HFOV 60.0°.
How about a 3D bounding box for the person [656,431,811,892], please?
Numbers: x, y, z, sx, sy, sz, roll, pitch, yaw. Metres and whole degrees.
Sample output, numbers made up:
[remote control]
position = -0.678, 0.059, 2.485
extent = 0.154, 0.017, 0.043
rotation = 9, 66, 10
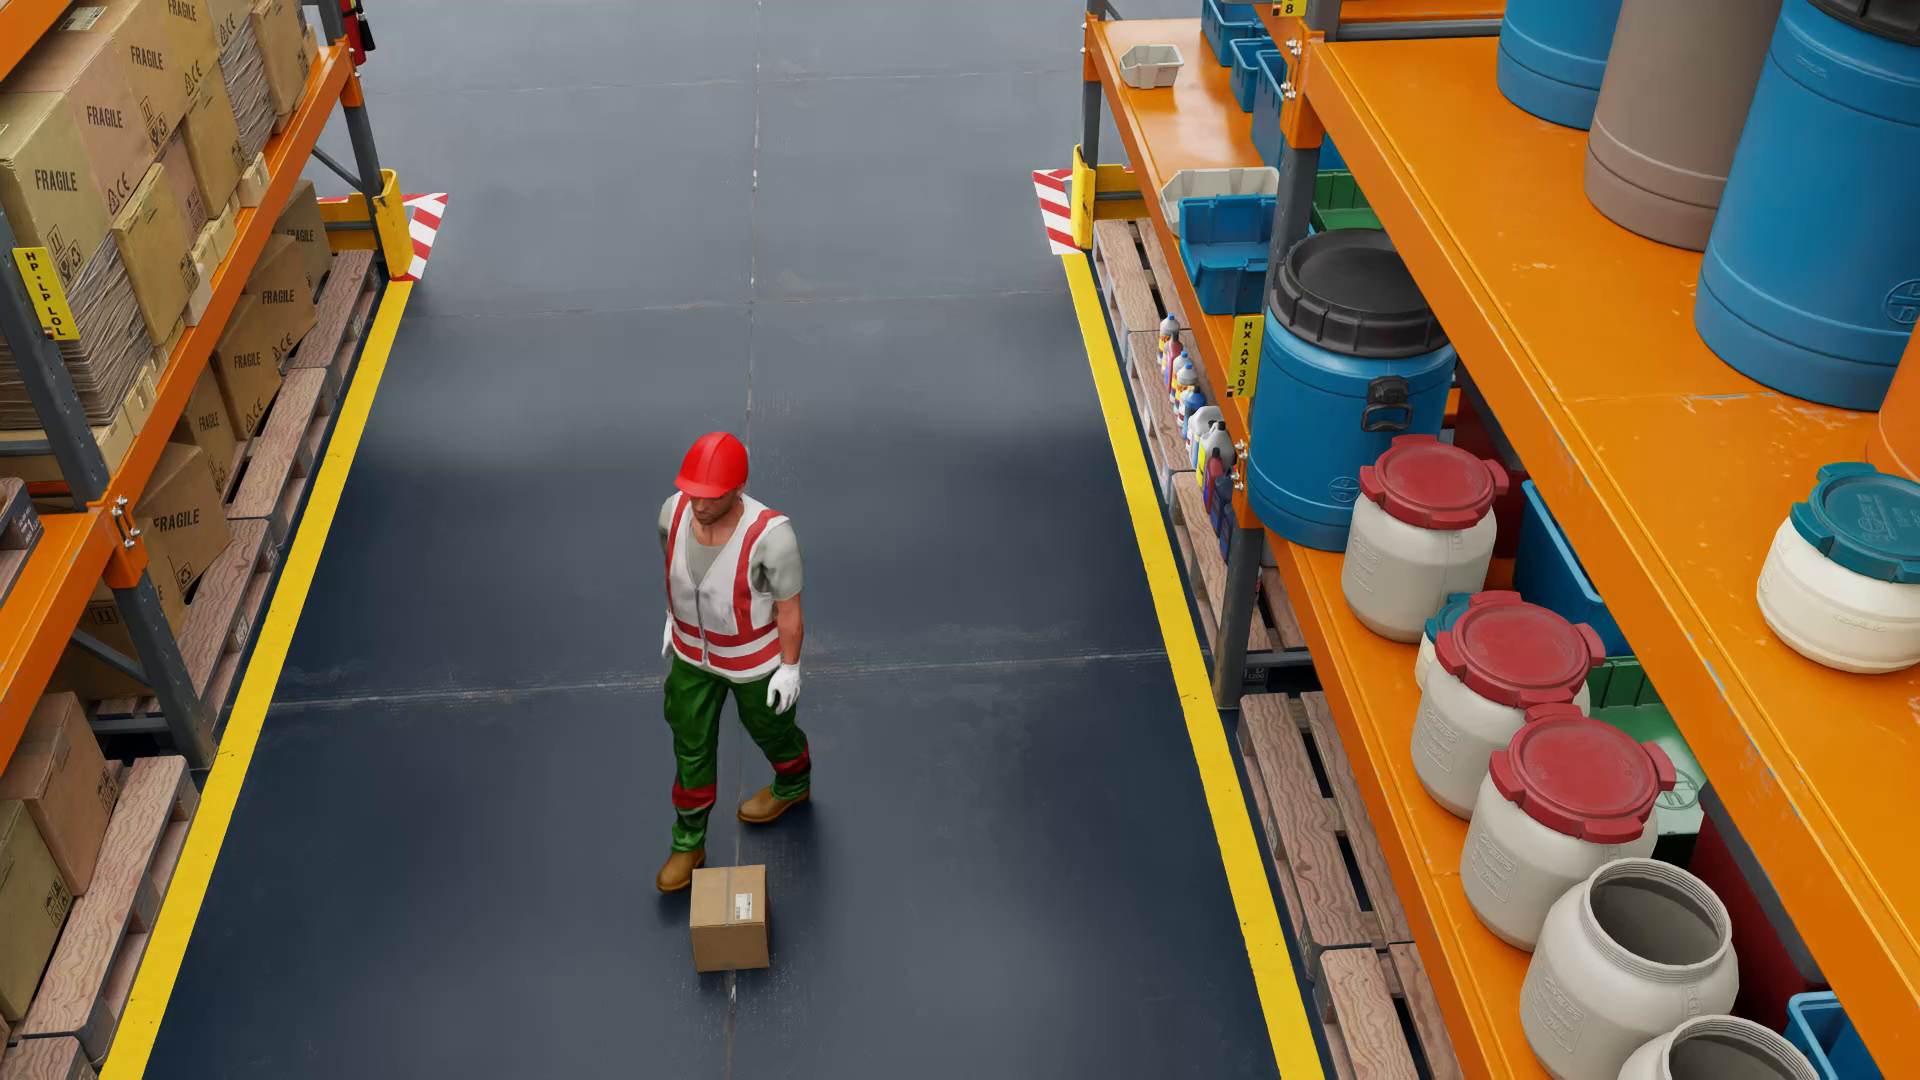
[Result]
[person]
position = -0.836, 0.434, 5.591
extent = 0.565, 1.781, 0.727
rotation = 16, 41, 19
